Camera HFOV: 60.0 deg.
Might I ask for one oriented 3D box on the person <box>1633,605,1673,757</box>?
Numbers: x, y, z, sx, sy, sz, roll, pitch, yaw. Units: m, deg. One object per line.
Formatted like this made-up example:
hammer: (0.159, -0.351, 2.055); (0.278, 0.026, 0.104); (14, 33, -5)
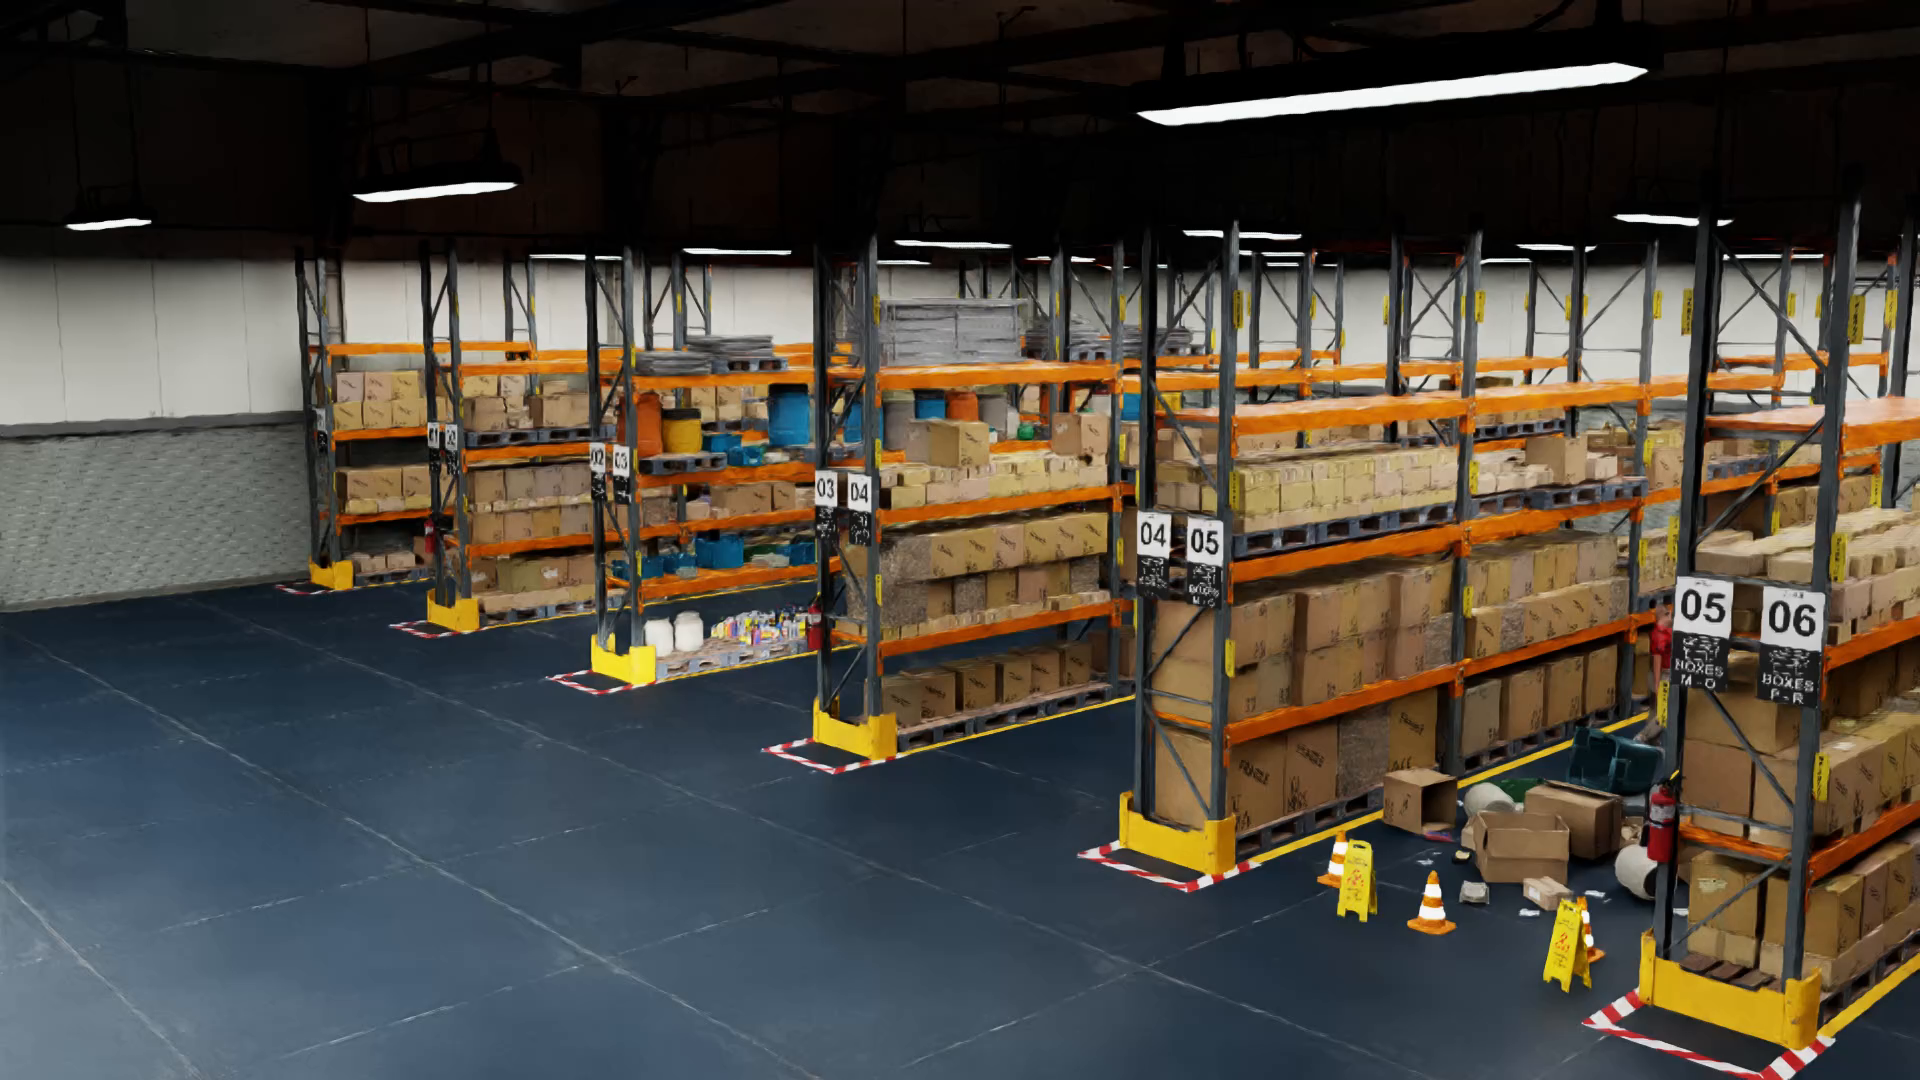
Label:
person: (7.842, 1.587, 18.674); (0.459, 1.725, 0.577); (4, 9, 23)

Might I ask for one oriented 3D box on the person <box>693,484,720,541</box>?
person: (-4.784, -0.247, 31.352); (0.523, 1.652, 0.470); (-2, 9, -12)
